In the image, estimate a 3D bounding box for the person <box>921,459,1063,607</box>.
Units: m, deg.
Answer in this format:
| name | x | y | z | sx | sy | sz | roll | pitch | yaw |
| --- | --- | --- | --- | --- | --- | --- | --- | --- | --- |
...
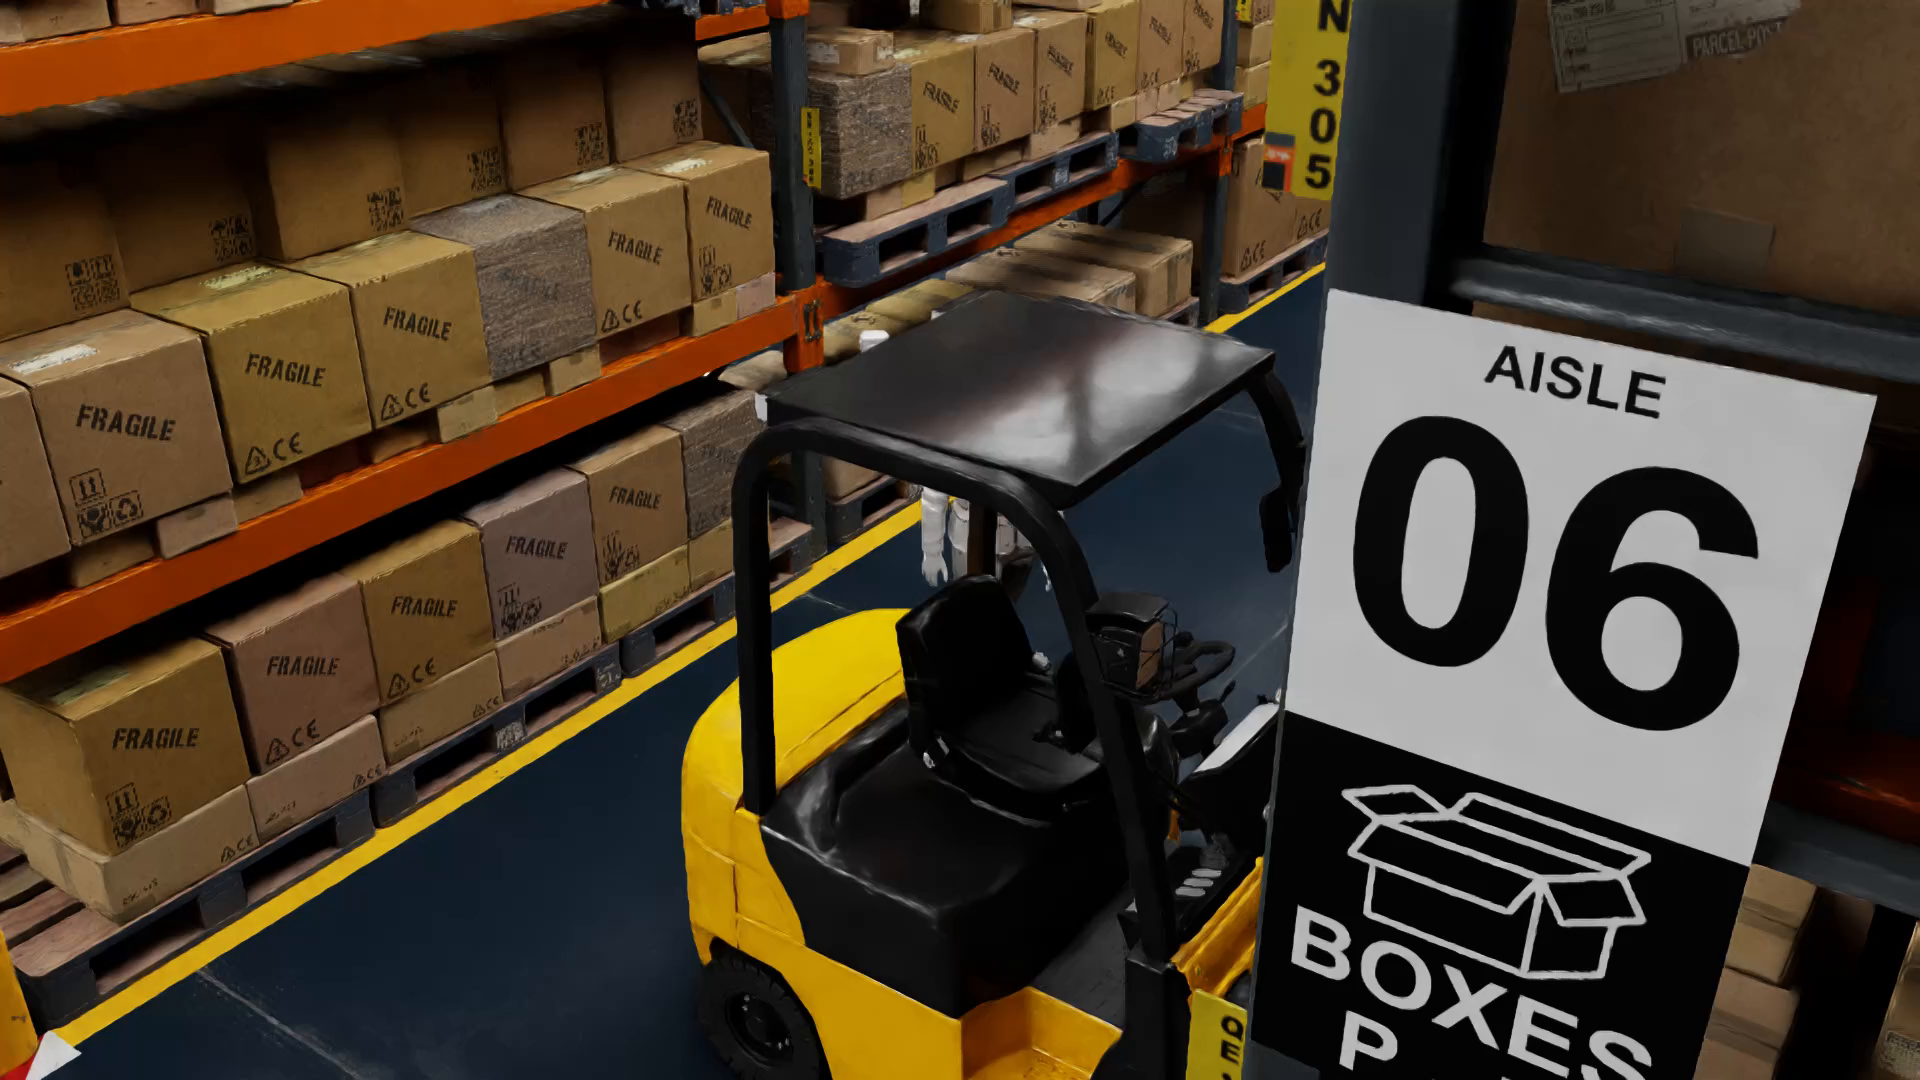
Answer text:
| name | x | y | z | sx | sy | sz | roll | pitch | yaw |
| --- | --- | --- | --- | --- | --- | --- | --- | --- | --- |
| person | 0.171 | 0.054 | 6.013 | 0.519 | 1.637 | 0.904 | -16 | 31 | -28 |
